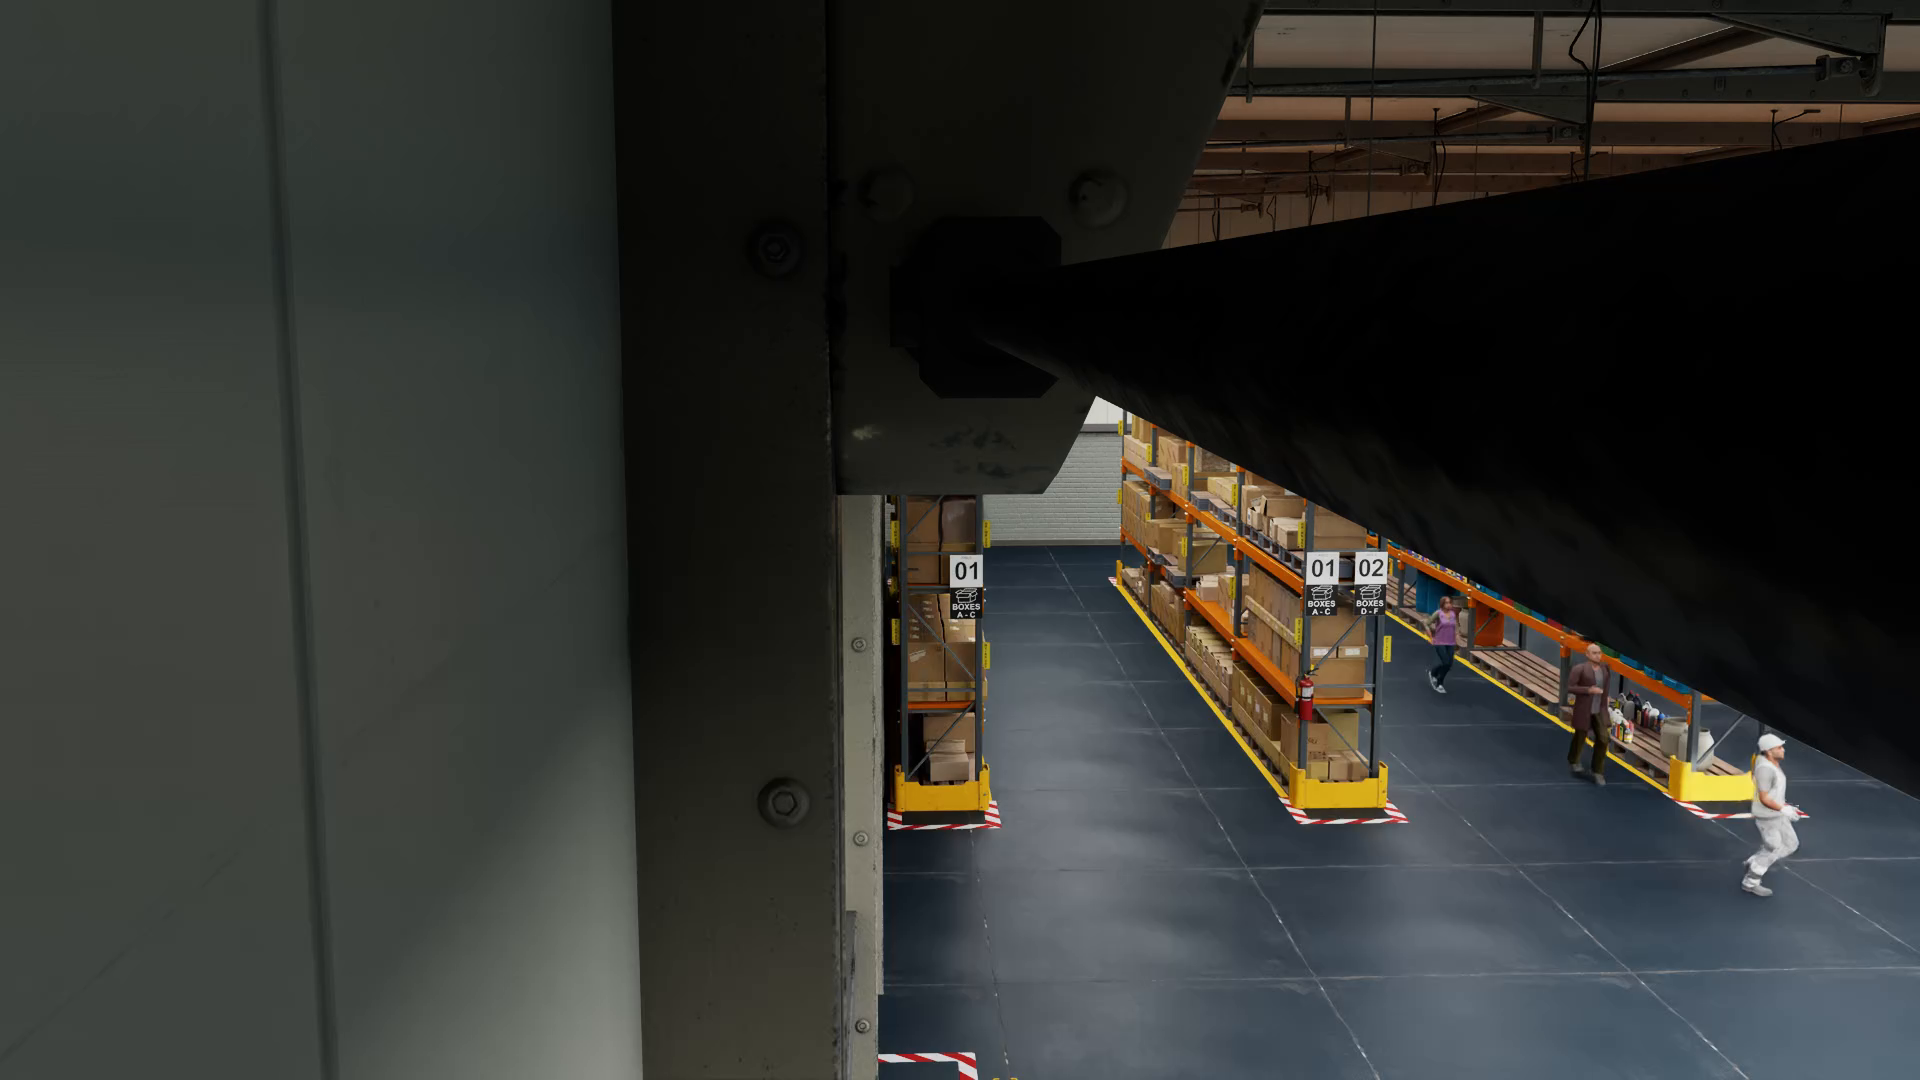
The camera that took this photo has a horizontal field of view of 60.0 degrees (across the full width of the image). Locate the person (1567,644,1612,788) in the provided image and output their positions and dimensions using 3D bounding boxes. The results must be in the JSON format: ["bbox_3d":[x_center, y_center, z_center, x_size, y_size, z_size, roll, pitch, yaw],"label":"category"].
[{"bbox_3d":[8.237,2.354,21.752,0.699,1.641,0.809,-1,8,-4],"label":"person"}]

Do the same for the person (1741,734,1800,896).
[{"bbox_3d":[8.582,2.897,17.552,0.519,1.742,0.669,5,10,28],"label":"person"}]

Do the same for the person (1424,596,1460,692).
[{"bbox_3d":[7.708,1.672,26.425,0.522,1.559,0.549,-3,9,-17],"label":"person"}]
